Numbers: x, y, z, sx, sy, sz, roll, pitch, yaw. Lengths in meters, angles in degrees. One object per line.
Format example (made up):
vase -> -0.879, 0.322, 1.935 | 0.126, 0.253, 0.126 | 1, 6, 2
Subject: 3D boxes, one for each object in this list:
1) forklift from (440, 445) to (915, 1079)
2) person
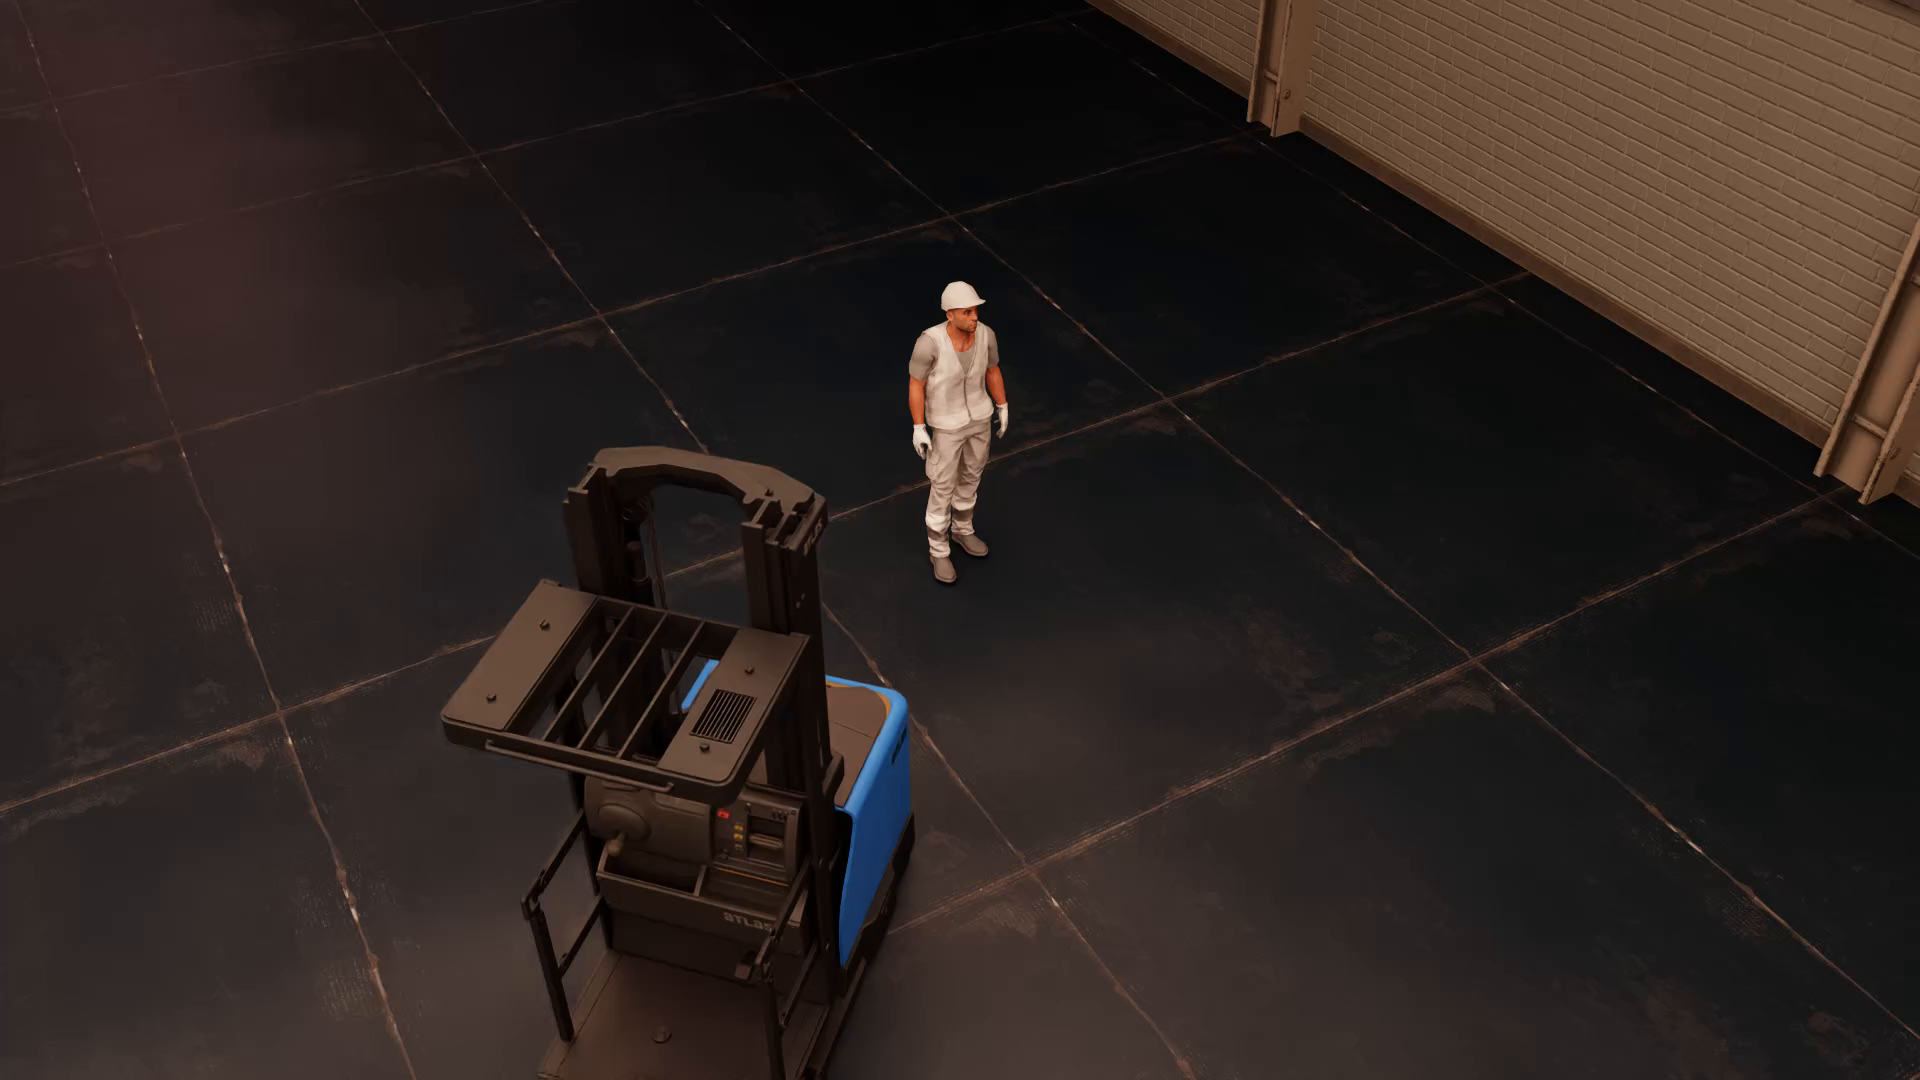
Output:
forklift -> -1.146, 1.222, 6.563 | 1.130, 2.935, 3.031 | 11, 41, 13
person -> 0.031, -0.646, 9.699 | 0.638, 1.789, 0.562 | -20, 44, -23
